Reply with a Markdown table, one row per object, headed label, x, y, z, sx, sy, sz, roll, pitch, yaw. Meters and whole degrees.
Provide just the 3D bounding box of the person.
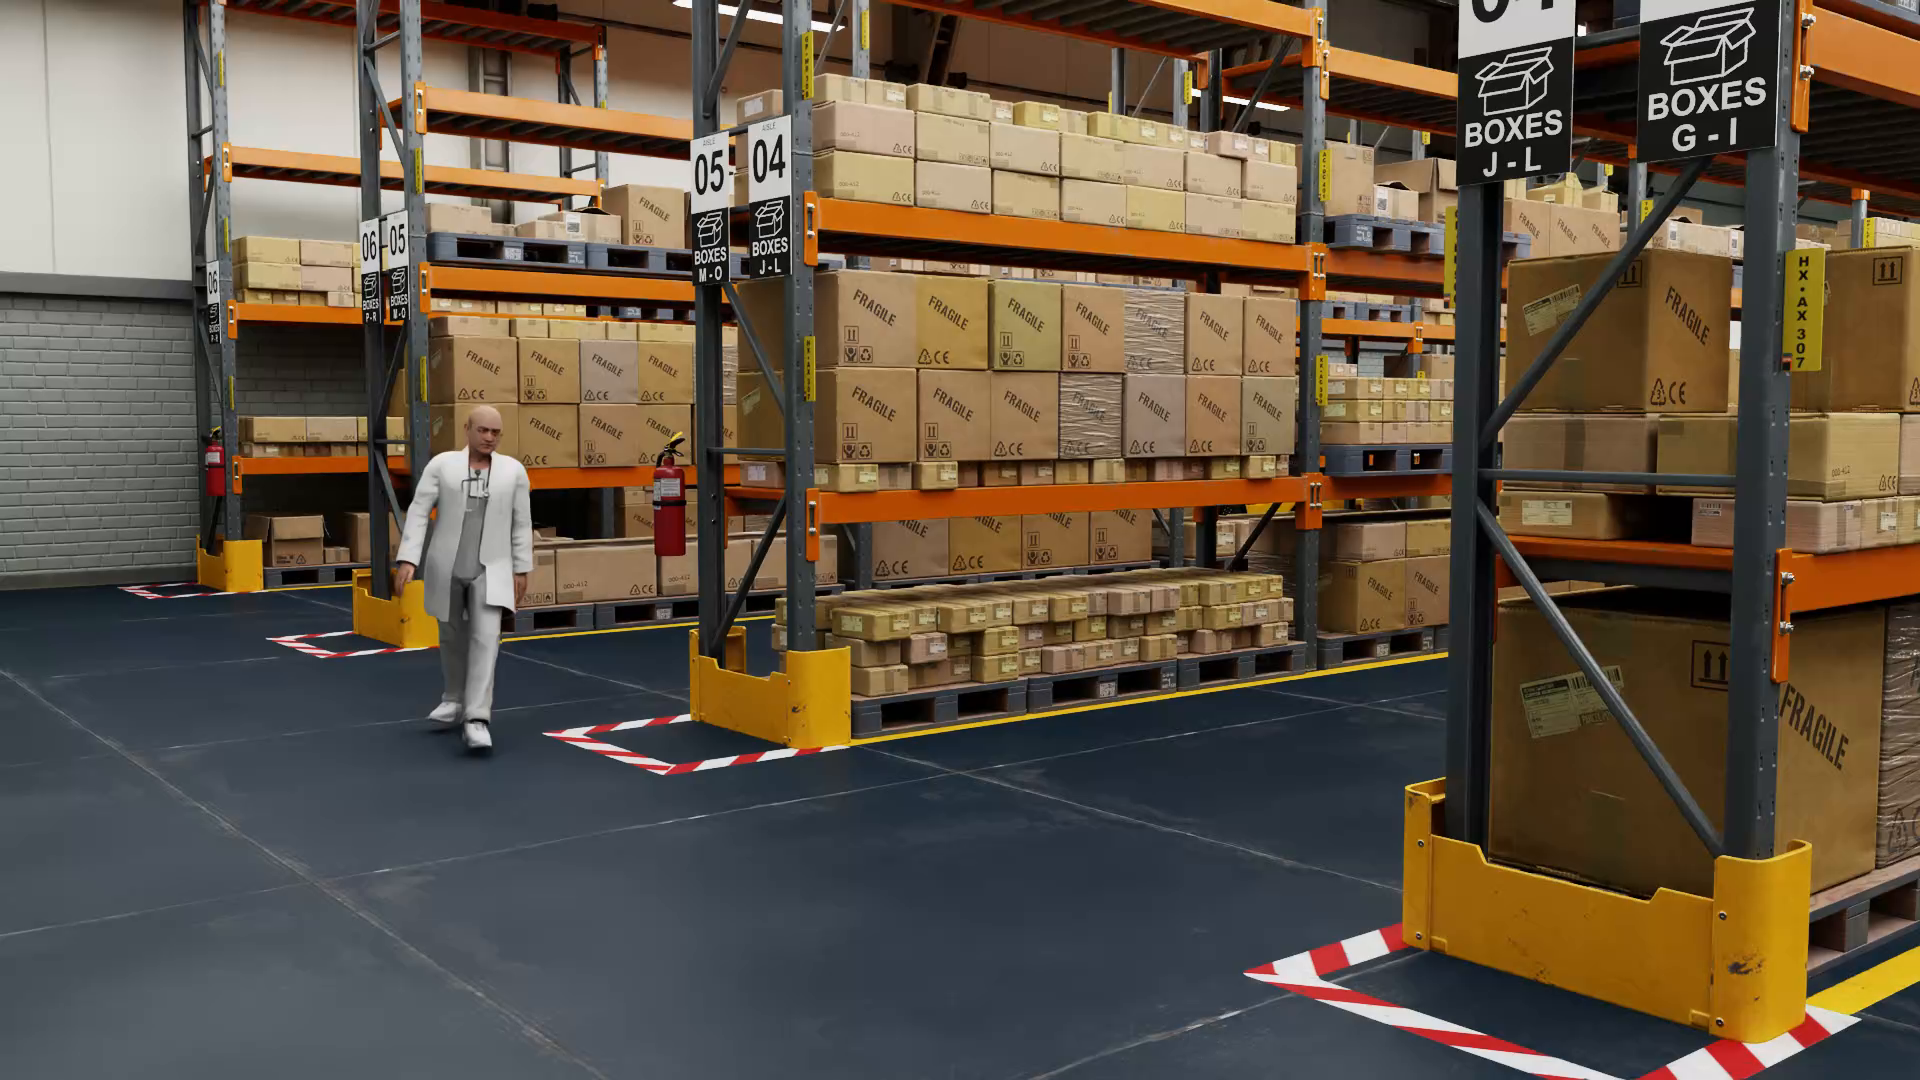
| label | x | y | z | sx | sy | sz | roll | pitch | yaw |
| --- | --- | --- | --- | --- | --- | --- | --- | --- | --- |
| person | -2.591 | 0.157 | 8.676 | 0.659 | 1.710 | 1.081 | -1 | 4 | -7 |
